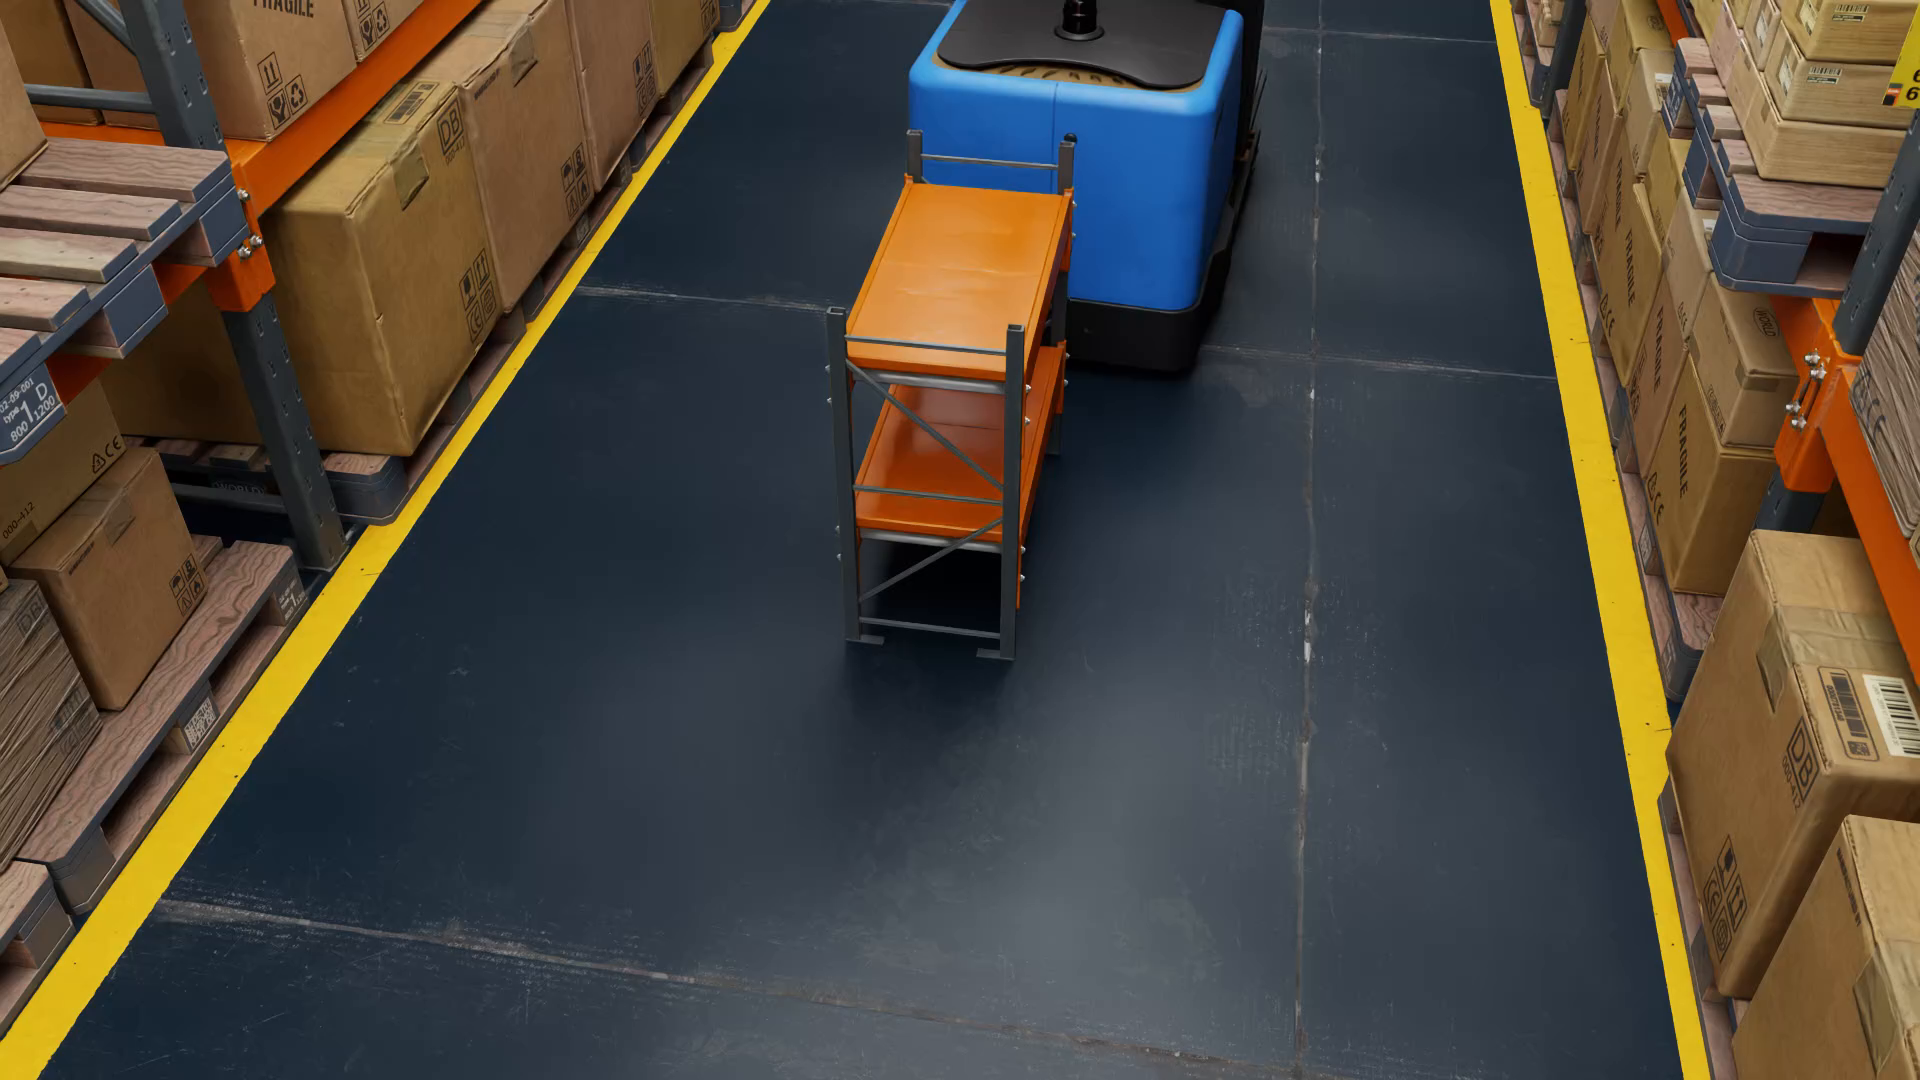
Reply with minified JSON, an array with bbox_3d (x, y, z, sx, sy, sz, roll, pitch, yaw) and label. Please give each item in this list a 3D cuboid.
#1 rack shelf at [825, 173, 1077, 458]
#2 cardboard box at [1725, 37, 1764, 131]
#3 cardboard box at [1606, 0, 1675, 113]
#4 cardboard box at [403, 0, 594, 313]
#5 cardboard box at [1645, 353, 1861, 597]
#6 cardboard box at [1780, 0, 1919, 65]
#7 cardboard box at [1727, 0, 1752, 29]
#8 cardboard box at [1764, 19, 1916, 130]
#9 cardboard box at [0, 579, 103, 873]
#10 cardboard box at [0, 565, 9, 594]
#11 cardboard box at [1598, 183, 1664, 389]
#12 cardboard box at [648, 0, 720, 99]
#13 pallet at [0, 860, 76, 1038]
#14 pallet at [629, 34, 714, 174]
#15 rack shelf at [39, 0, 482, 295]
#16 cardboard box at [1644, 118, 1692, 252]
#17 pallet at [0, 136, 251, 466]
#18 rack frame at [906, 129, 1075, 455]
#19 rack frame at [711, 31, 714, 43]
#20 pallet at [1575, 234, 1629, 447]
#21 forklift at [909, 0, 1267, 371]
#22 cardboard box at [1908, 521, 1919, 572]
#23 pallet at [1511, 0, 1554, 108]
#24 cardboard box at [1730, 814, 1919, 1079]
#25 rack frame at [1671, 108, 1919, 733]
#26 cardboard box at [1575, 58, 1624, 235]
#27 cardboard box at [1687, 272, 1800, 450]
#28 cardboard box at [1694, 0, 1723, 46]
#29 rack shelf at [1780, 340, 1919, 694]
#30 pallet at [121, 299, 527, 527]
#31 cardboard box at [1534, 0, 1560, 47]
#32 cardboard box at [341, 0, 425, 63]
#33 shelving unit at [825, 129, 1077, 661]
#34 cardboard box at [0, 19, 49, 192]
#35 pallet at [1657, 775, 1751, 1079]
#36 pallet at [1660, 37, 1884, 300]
[{"bbox_3d":[0.001,-0.663,4.710,0.538,0.278,1.000,6,40,8],"label":"rack shelf"},{"bbox_3d":[2.130,-1.113,4.110,0.380,0.149,0.250,6,40,8],"label":"cardboard box"},{"bbox_3d":[2.667,-1.761,6.069,0.500,0.250,0.500,7,40,9],"label":"cardboard box"},{"bbox_3d":[-2.113,-1.475,6.017,1.225,0.875,0.875,7,40,8],"label":"cardboard box"},{"bbox_3d":[2.309,-0.172,4.736,0.500,0.500,0.500,6,40,7],"label":"cardboard box"},{"bbox_3d":[2.086,-1.184,3.729,0.380,0.149,0.250,5,40,6],"label":"cardboard box"},{"bbox_3d":[2.178,-1.405,4.229,0.380,0.149,0.250,7,40,9],"label":"cardboard box"},{"bbox_3d":[2.090,-1.072,3.826,0.380,0.149,0.250,7,40,9],"label":"cardboard box"},{"bbox_3d":[-2.594,0.424,4.000,0.700,0.500,0.500,3,40,4],"label":"cardboard box"},{"bbox_3d":[-2.583,0.120,3.778,0.500,0.250,0.500,11,41,13],"label":"cardboard box"},{"bbox_3d":[2.478,-0.831,5.534,0.500,0.500,0.500,5,40,6],"label":"cardboard box"},{"bbox_3d":[-1.813,-2.592,7.369,1.225,0.875,0.875,7,40,8],"label":"cardboard box"},{"bbox_3d":[-2.765,1.186,3.650,1.003,0.211,1.213,6,40,8],"label":"pallet"},{"bbox_3d":[-1.782,-2.085,7.607,1.003,0.211,1.213,6,40,8],"label":"pallet"},{"bbox_3d":[-2.068,-2.120,6.025,1.077,0.370,4.000,6,40,8],"label":"rack shelf"},{"bbox_3d":[2.493,-1.113,5.286,0.500,0.250,0.500,7,40,9],"label":"cardboard box"},{"bbox_3d":[-2.433,-0.609,3.783,1.213,0.211,1.003,6,40,8],"label":"pallet"},{"bbox_3d":[0.089,-0.757,5.283,0.500,1.125,0.032,6,40,8],"label":"rack frame"},{"bbox_3d":[-1.722,-3.653,7.314,1.000,3.000,0.127,6,40,8],"label":"rack frame"},{"bbox_3d":[2.803,-0.711,5.944,1.003,0.211,1.213,6,40,8],"label":"pallet"},{"bbox_3d":[0.676,-2.671,6.180,1.130,2.935,3.031,9,40,11],"label":"forklift"},{"bbox_3d":[2.024,0.001,2.816,0.500,0.500,0.500,6,40,7],"label":"cardboard box"},{"bbox_3d":[3.227,-2.393,7.979,1.003,0.211,1.213,6,40,8],"label":"pallet"},{"bbox_3d":[2.111,1.095,3.008,1.050,0.750,0.750,7,40,8],"label":"cardboard box"},{"bbox_3d":[2.453,-0.532,3.539,1.000,3.000,0.127,6,40,8],"label":"rack frame"},{"bbox_3d":[2.666,-1.474,6.311,0.500,0.500,0.500,8,40,10],"label":"cardboard box"},{"bbox_3d":[2.313,-0.478,4.517,0.500,0.250,0.500,6,40,7],"label":"cardboard box"},{"bbox_3d":[2.221,-1.430,4.494,0.380,0.149,0.250,6,40,7],"label":"cardboard box"},{"bbox_3d":[2.107,1.001,2.250,1.077,0.370,4.000,6,40,8],"label":"rack shelf"},{"bbox_3d":[-2.204,-0.554,5.754,1.003,0.211,1.213,6,40,8],"label":"pallet"},{"bbox_3d":[2.878,-2.389,7.693,0.380,0.149,0.250,7,40,8],"label":"cardboard box"},{"bbox_3d":[-1.976,-1.780,4.970,0.500,0.500,0.500,5,40,6],"label":"cardboard box"},{"bbox_3d":[0.001,-0.438,4.897,0.538,1.125,1.048,6,40,8],"label":"shelving unit"},{"bbox_3d":[-2.469,-0.999,3.697,0.500,0.500,0.500,2,40,2],"label":"cardboard box"},{"bbox_3d":[2.242,1.029,3.839,1.003,0.211,1.213,6,40,8],"label":"pallet"},{"bbox_3d":[2.471,-0.917,4.156,1.213,0.211,1.003,6,40,8],"label":"pallet"}]
